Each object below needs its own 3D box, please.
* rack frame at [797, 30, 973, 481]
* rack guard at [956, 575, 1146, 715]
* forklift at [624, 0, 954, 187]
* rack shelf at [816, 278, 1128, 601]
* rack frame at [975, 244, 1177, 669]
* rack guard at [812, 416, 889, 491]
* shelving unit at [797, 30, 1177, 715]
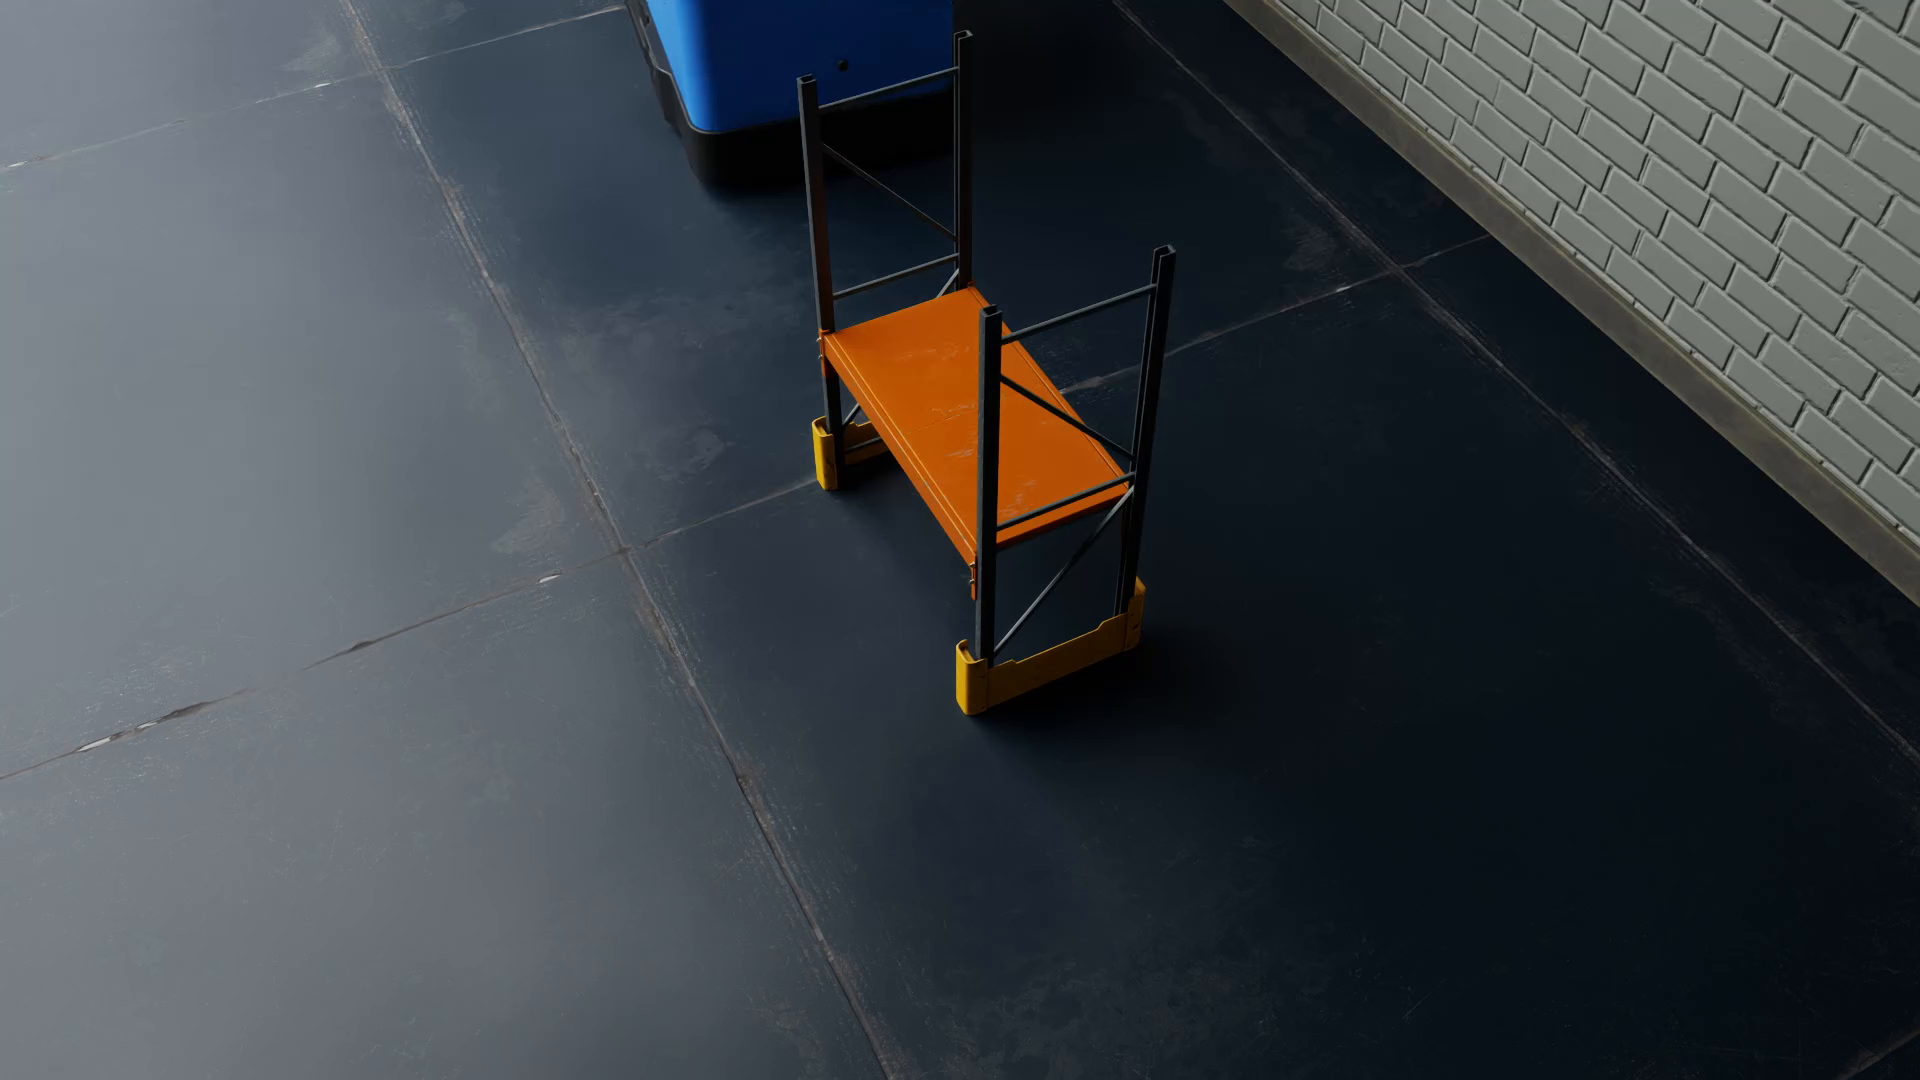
[{"bbox_3d":[-0.194,-0.777,4.933,0.500,1.500,0.032,-21,52,-18],"label":"rack frame"},{"bbox_3d":[0.263,0.302,4.820,0.587,0.250,0.087,-21,52,-18],"label":"rack guard"},{"bbox_3d":[-0.950,-3.446,6.317,1.130,2.935,3.031,-14,50,-12],"label":"forklift"},{"bbox_3d":[0.039,-0.318,4.771,0.538,0.185,1.000,-21,52,-18],"label":"rack shelf"},{"bbox_3d":[0.272,-0.096,4.338,0.500,1.500,0.032,-21,52,-18],"label":"rack frame"},{"bbox_3d":[-0.193,-0.365,5.403,0.587,0.250,0.087,-21,52,-18],"label":"rack guard"},{"bbox_3d":[0.035,-0.443,4.641,0.587,1.500,1.083,-21,52,-18],"label":"shelving unit"}]
